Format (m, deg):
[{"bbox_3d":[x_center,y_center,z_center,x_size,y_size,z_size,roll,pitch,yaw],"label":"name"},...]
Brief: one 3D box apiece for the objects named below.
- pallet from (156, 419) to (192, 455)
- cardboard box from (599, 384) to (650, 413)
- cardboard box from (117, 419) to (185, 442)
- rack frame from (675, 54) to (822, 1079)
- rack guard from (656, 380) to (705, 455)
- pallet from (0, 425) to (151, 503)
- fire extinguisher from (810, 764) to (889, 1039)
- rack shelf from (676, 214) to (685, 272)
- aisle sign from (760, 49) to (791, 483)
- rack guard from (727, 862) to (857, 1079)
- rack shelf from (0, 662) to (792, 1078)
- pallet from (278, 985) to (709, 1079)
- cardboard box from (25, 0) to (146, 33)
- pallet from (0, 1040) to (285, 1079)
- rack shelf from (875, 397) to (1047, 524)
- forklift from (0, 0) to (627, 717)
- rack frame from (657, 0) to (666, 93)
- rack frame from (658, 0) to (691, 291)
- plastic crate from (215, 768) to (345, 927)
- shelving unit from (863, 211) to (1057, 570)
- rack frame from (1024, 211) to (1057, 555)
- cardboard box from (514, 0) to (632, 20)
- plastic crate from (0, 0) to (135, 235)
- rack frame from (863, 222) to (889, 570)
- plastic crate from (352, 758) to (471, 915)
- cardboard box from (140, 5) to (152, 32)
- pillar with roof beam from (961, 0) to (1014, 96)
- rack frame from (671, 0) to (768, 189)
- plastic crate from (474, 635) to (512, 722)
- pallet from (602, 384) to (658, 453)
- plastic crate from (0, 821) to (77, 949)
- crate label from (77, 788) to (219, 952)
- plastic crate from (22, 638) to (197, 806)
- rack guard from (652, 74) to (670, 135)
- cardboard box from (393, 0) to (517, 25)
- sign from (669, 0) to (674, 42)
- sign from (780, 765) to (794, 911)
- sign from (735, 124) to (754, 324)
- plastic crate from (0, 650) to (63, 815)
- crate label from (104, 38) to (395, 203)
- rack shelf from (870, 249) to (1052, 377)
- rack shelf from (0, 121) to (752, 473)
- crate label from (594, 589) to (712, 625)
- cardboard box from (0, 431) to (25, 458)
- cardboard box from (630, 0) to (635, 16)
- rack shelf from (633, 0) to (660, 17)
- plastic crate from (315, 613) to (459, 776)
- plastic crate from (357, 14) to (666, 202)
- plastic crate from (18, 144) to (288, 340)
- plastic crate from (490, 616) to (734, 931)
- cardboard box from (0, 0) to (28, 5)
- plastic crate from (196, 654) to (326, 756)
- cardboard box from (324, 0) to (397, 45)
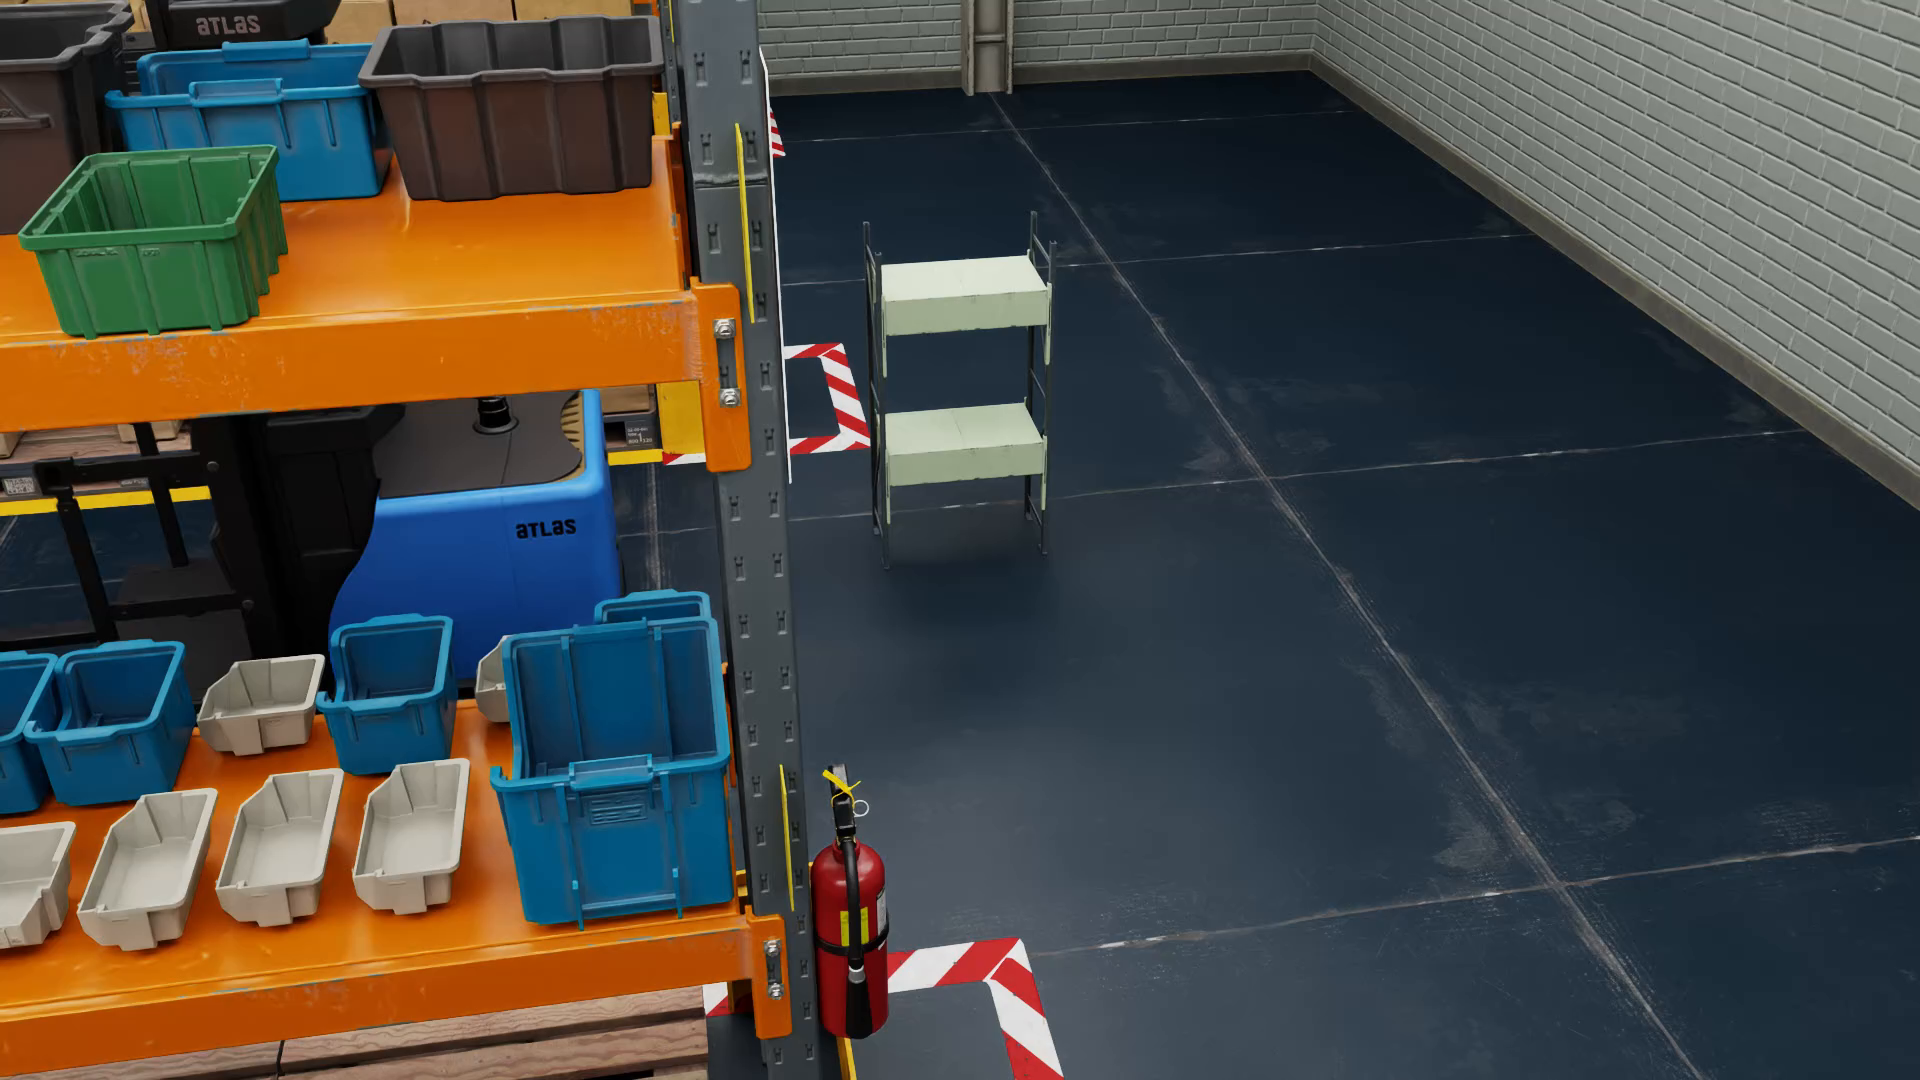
[{"bbox_3d":[-3.429,-0.643,8.636,1.213,0.211,1.003,-5,31,-9],"label":"pallet"},{"bbox_3d":[-1.863,-0.975,8.481,0.500,0.500,0.500,-5,31,-9],"label":"cardboard box"},{"bbox_3d":[-4.006,-0.653,8.262,0.250,0.166,0.380,-5,31,-9],"label":"cardboard box"},{"bbox_3d":[-0.484,0.435,4.052,0.127,3.000,1.000,-5,31,-9],"label":"rack frame"},{"bbox_3d":[-1.447,-0.951,8.874,0.348,0.500,1.175,-5,31,-9],"label":"rack guard"},{"bbox_3d":[-4.631,-0.530,8.444,1.213,0.211,1.003,-5,31,-9],"label":"pallet"},{"bbox_3d":[-0.254,0.842,3.804,0.183,0.674,0.296,-5,31,-9],"label":"fire extinguisher"},{"bbox_3d":[-3.340,-1.543,8.124,4.000,0.370,1.077,-5,31,-9],"label":"rack shelf"},{"bbox_3d":[-0.360,-0.547,3.155,0.004,0.787,0.394,-5,31,-9],"label":"aisle sign"},{"bbox_3d":[-0.463,1.503,4.700,0.348,0.500,1.175,-5,31,-9],"label":"rack guard"},{"bbox_3d":[-2.451,0.927,3.923,4.000,0.370,1.077,-5,31,-9],"label":"rack shelf"},{"bbox_3d":[-1.302,1.693,4.663,1.213,0.211,1.003,-5,31,-9],"label":"pallet"},{"bbox_3d":[-3.780,-2.141,7.347,0.500,0.500,0.500,-6,31,-10],"label":"cardboard box"},{"bbox_3d":[-2.500,1.802,4.477,1.213,0.211,1.003,-5,31,-9],"label":"pallet"},{"bbox_3d":[-0.007,-0.365,7.534,0.720,0.370,0.431,-5,31,-9],"label":"rack shelf"},{"bbox_3d":[-2.855,-0.632,5.934,3.031,2.935,1.130,-6,31,-10],"label":"forklift"},{"bbox_3d":[-2.268,-4.505,12.452,0.127,3.000,1.000,-5,31,-9],"label":"rack frame"},{"bbox_3d":[-1.373,-2.035,8.252,0.127,3.000,1.000,-5,31,-9],"label":"rack frame"},{"bbox_3d":[-1.541,0.706,3.790,0.243,0.136,0.396,-5,31,-9],"label":"plastic crate"},{"bbox_3d":[-0.007,-0.646,7.369,0.755,1.500,0.431,-5,31,-9],"label":"shelving unit"},{"bbox_3d":[0.353,-0.679,7.426,0.023,1.500,0.400,-5,31,-9],"label":"rack frame"},{"bbox_3d":[-1.761,-2.332,7.671,0.500,0.500,0.500,-6,31,-9],"label":"cardboard box"},{"bbox_3d":[-2.036,-0.829,3.303,0.767,0.338,0.504,-5,31,-9],"label":"plastic crate"},{"bbox_3d":[-0.367,-0.612,7.312,0.023,1.500,0.400,-5,31,-9],"label":"rack frame"},{"bbox_3d":[-1.254,0.687,3.823,0.243,0.136,0.396,-5,31,-9],"label":"plastic crate"},{"bbox_3d":[-3.272,-2.189,7.428,0.500,0.500,0.500,-4,31,-7],"label":"cardboard box"},{"bbox_3d":[1.007,-5.622,8.434,0.400,9.000,9.100,-5,31,-9],"label":"pillar with roof beam"},{"bbox_3d":[-0.484,-2.151,2.531,0.127,3.000,1.000,-5,31,-9],"label":"rack frame"},{"bbox_3d":[-1.117,0.369,4.364,0.298,0.136,0.250,-5,31,-9],"label":"plastic crate"},{"bbox_3d":[-2.231,-0.753,8.823,1.213,0.211,1.003,-5,31,-9],"label":"pallet"},{"bbox_3d":[-2.099,0.780,3.665,0.250,0.136,0.298,-5,31,-9],"label":"plastic crate"},{"bbox_3d":[-1.811,0.744,3.726,0.243,0.136,0.396,-5,31,-9],"label":"crate label"},{"bbox_3d":[-2.081,0.460,4.115,0.300,0.233,0.416,-5,31,-9],"label":"plastic crate"},{"bbox_3d":[-2.245,-3.430,13.089,0.348,0.500,1.175,-5,31,-9],"label":"rack guard"},{"bbox_3d":[-2.258,-2.285,7.592,0.500,0.500,0.500,-4,31,-8],"label":"cardboard box"},{"bbox_3d":[-1.292,-2.392,7.405,0.005,0.325,0.100,-5,31,-9],"label":"sign"},{"bbox_3d":[-0.369,0.637,3.546,0.005,0.325,0.100,-5,31,-9],"label":"sign"},{"bbox_3d":[-0.369,-0.541,2.854,0.005,0.325,0.100,-5,31,-9],"label":"sign"},{"bbox_3d":[-2.377,0.487,4.069,0.300,0.233,0.416,-5,31,-9],"label":"plastic crate"},{"bbox_3d":[-1.450,-0.871,3.460,0.502,0.251,0.408,-5,31,-9],"label":"crate label"},{"bbox_3d":[-0.007,-0.982,7.171,0.720,0.370,0.431,-5,31,-9],"label":"rack shelf"},{"bbox_3d":[-2.451,-0.366,3.163,4.000,0.370,1.077,-5,31,-9],"label":"rack shelf"},{"bbox_3d":[-0.786,0.339,4.320,0.303,0.233,0.416,-5,31,-9],"label":"crate label"},{"bbox_3d":[-4.855,-0.631,8.083,0.500,0.311,0.500,-5,31,-9],"label":"cardboard box"},{"bbox_3d":[-1.857,-2.600,8.128,0.500,0.500,0.500,-4,31,-7],"label":"cardboard box"},{"bbox_3d":[-4.236,-4.012,12.324,4.000,0.370,1.077,-5,31,-9],"label":"rack shelf"},{"bbox_3d":[-1.434,0.399,4.217,0.300,0.233,0.416,-5,31,-9],"label":"plastic crate"},{"bbox_3d":[-0.913,-0.906,3.501,0.590,0.269,0.497,-5,31,-9],"label":"plastic crate"},{"bbox_3d":[-1.403,-0.535,2.950,0.336,0.188,0.450,-5,31,-9],"label":"plastic crate"},{"bbox_3d":[-0.780,0.517,3.817,0.499,0.435,0.616,-5,31,-9],"label":"plastic crate"},{"bbox_3d":[-4.286,-2.094,7.267,0.500,0.500,0.500,-6,31,-10],"label":"cardboard box"},{"bbox_3d":[-1.784,0.431,4.259,0.298,0.136,0.250,-5,31,-9],"label":"plastic crate"},{"bbox_3d":[-2.767,-2.236,7.507,0.500,0.500,0.500,-4,31,-8],"label":"cardboard box"}]
